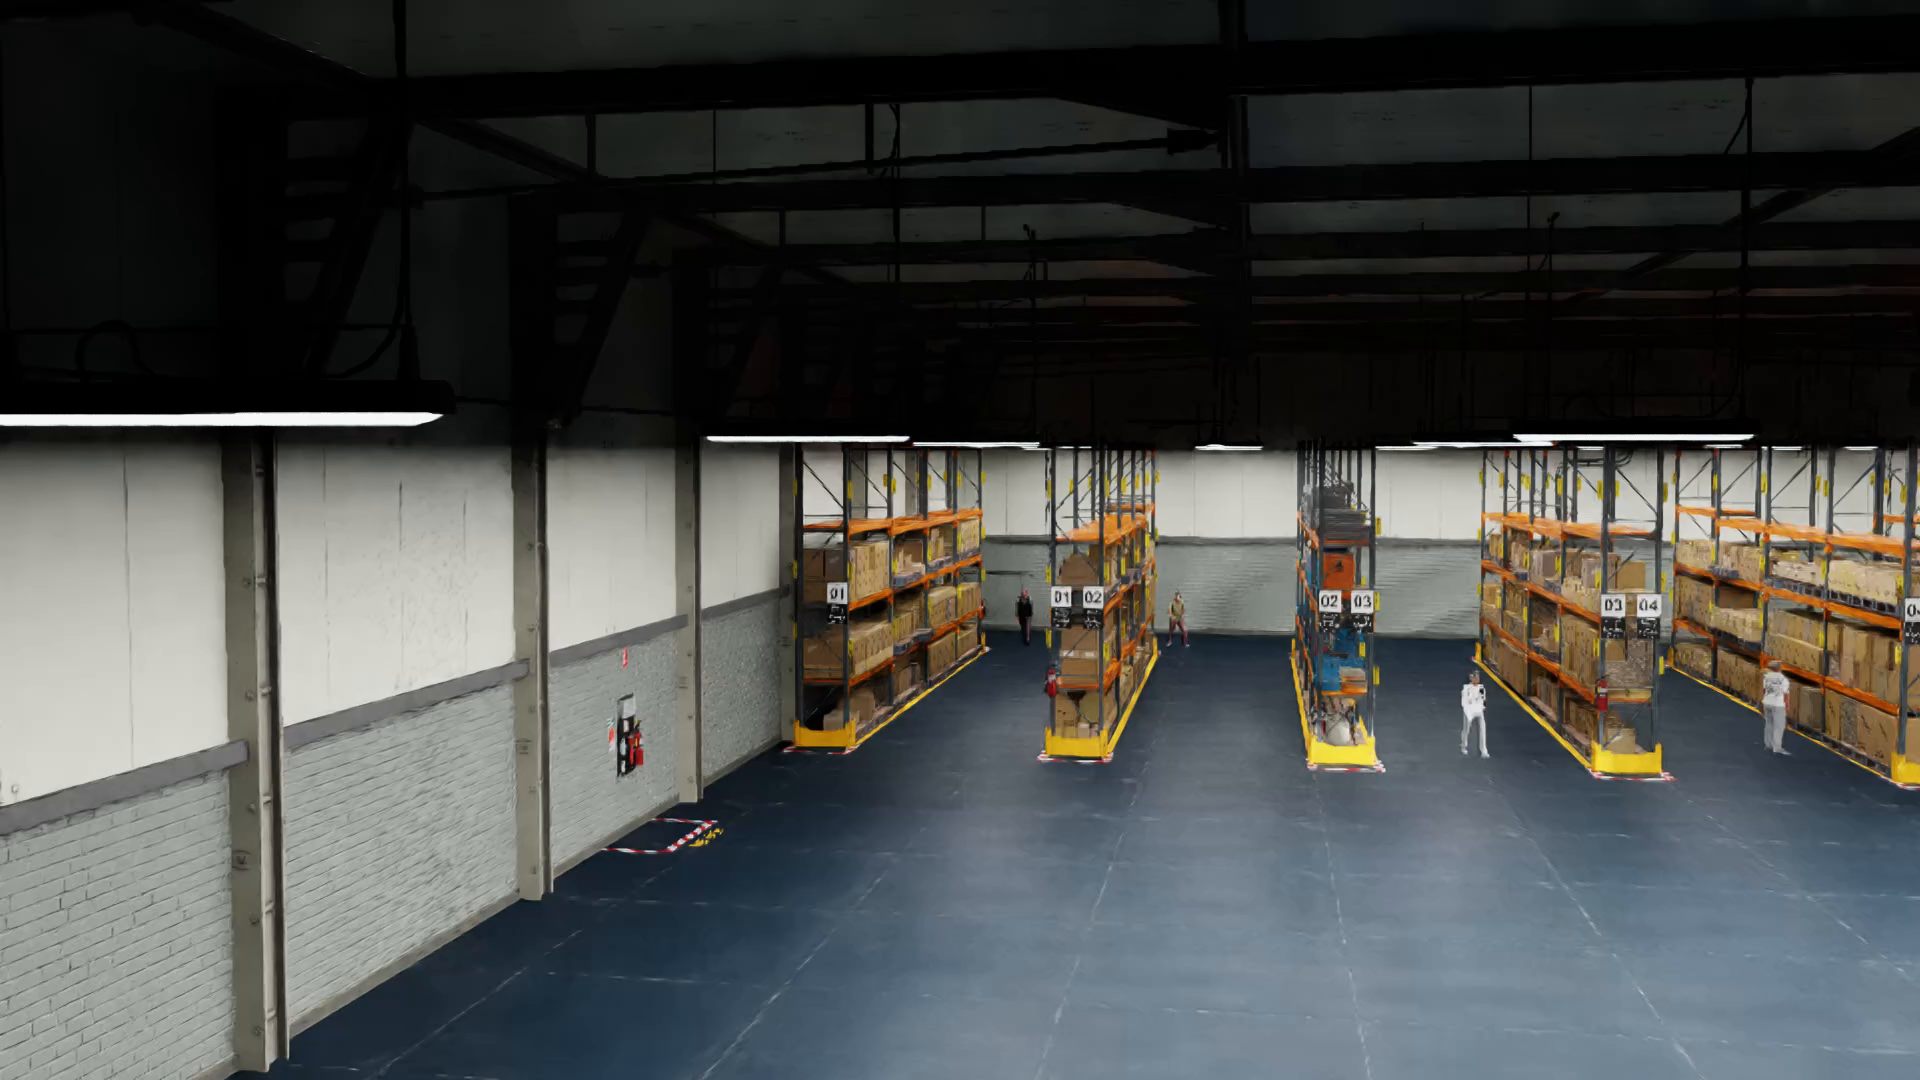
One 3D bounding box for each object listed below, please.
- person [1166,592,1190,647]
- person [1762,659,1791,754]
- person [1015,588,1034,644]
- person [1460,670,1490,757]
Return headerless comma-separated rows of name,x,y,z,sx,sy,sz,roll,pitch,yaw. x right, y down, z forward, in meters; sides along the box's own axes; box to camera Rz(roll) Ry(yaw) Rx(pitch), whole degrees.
person,6.370,2.337,48.842,0.611,1.582,0.817,0,3,-7
person,15.548,3.158,31.631,0.475,1.761,0.595,-1,3,-21
person,1.920,2.261,49.704,0.543,1.648,1.115,1,3,12
person,9.655,3.238,31.260,0.442,1.621,0.993,0,3,2
